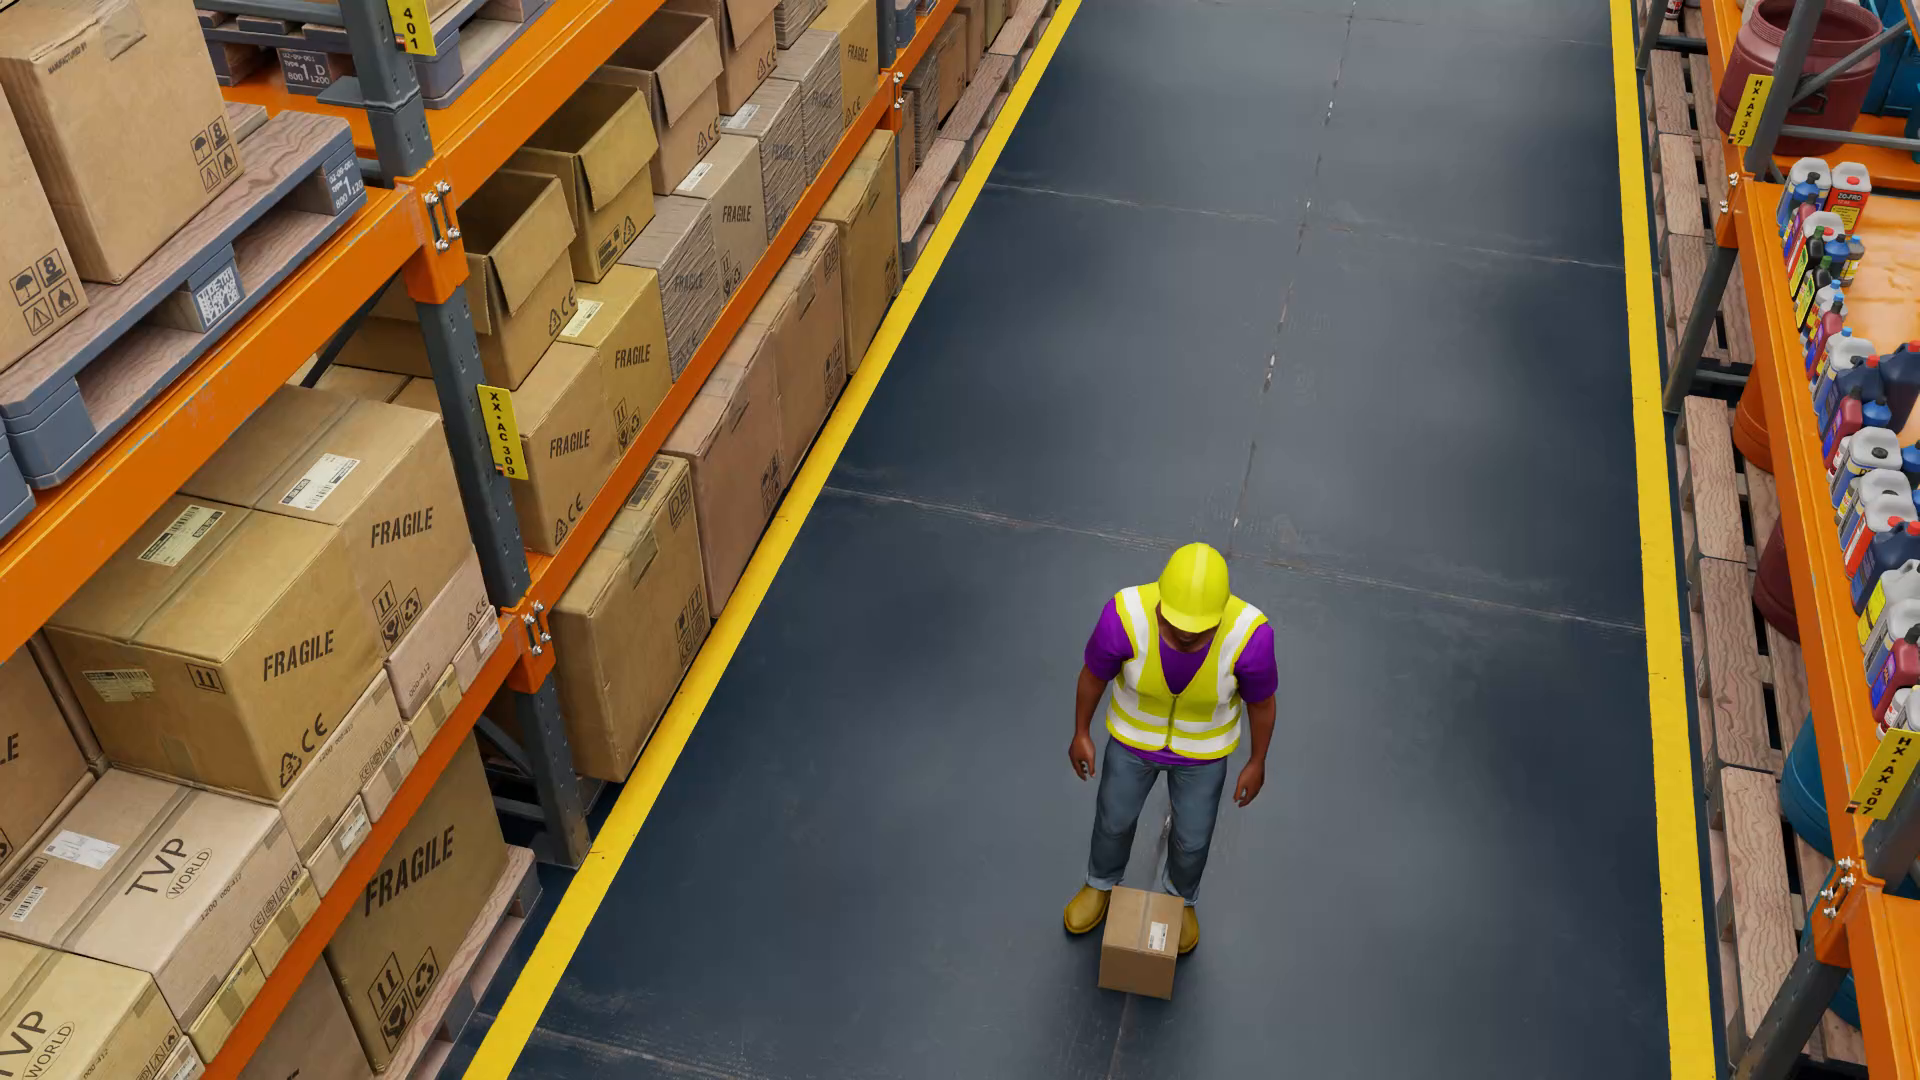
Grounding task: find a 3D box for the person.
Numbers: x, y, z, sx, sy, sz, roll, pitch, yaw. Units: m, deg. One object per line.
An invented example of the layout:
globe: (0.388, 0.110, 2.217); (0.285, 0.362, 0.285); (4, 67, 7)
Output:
person: (0.674, 0.667, 5.370); (0.638, 1.761, 0.456); (9, 42, 10)
